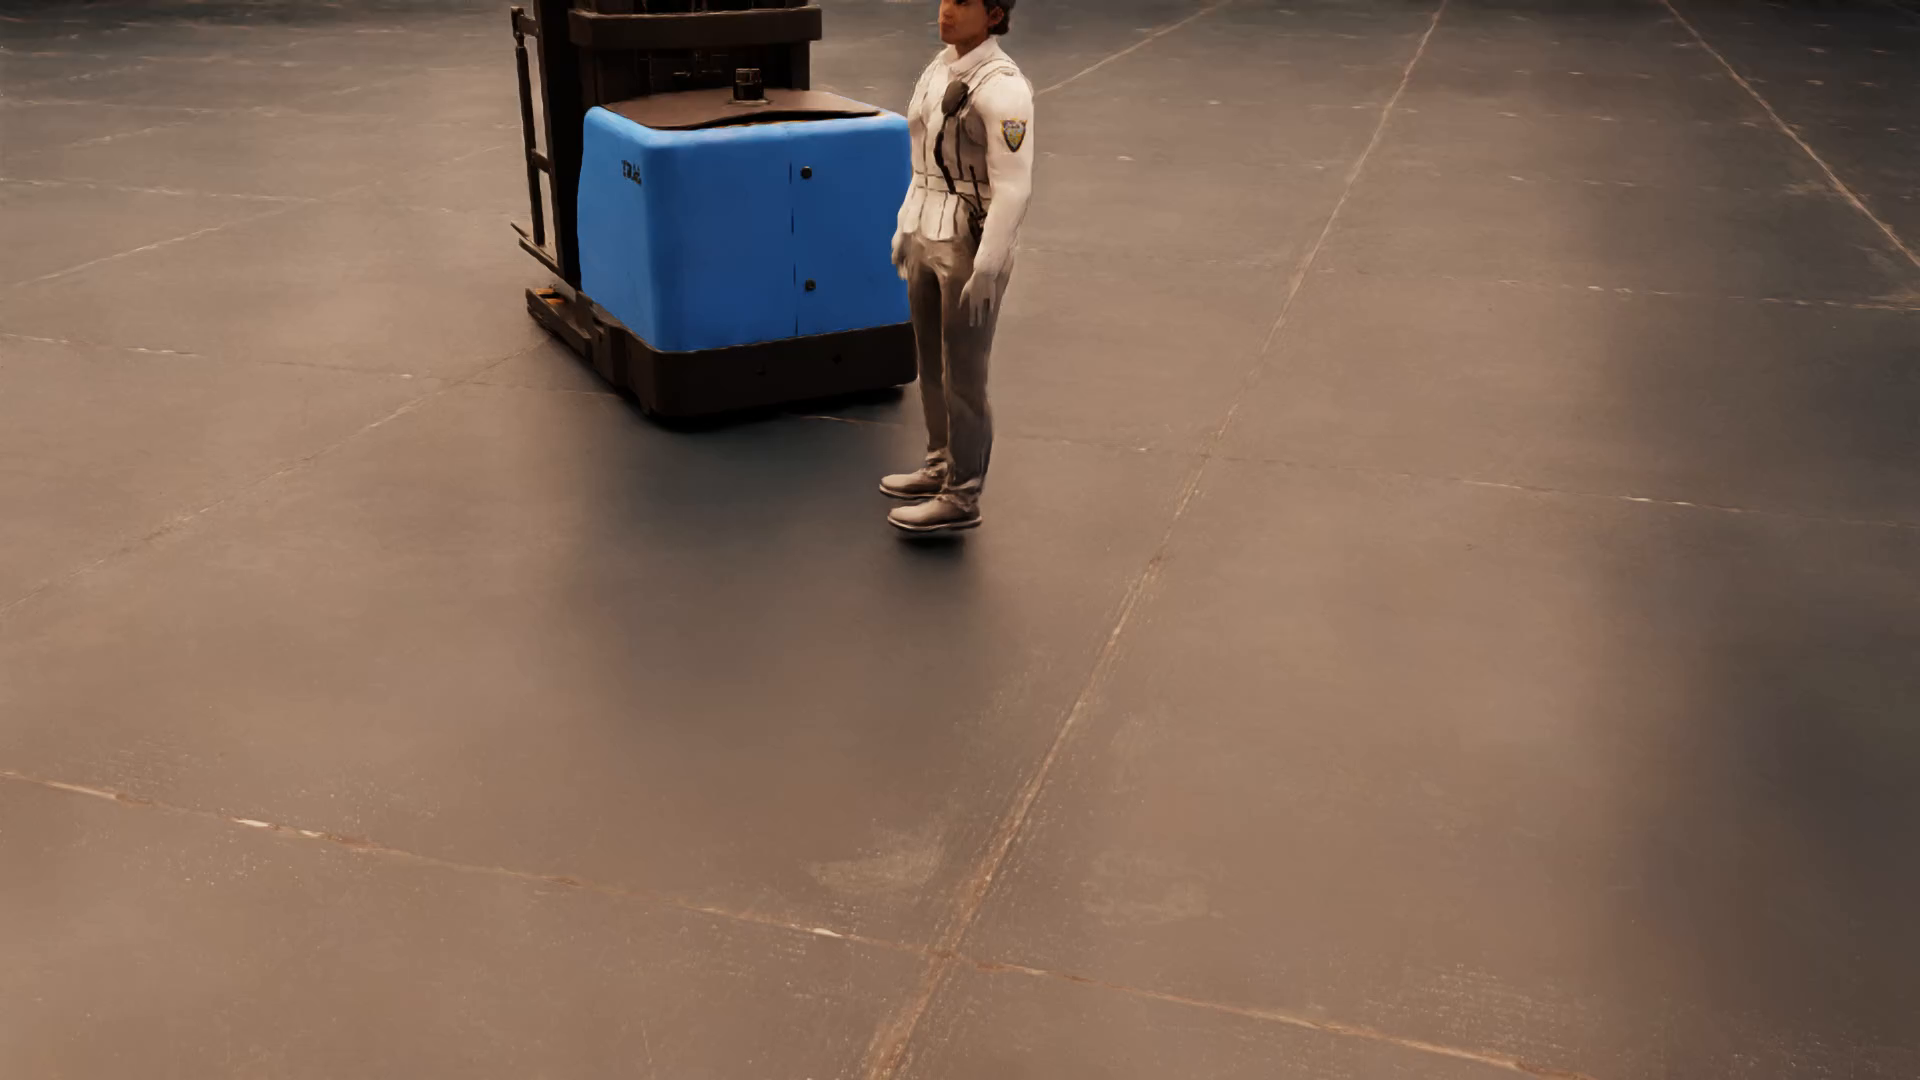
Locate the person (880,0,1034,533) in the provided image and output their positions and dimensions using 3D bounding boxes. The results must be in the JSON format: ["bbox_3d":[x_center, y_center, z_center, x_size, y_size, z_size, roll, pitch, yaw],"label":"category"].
[{"bbox_3d":[-0.030,-0.842,4.824,0.386,1.694,0.700,-11,25,-26],"label":"person"}]

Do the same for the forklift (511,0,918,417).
[{"bbox_3d":[-1.291,-2.324,6.909,1.130,2.935,3.031,-11,25,-25],"label":"forklift"}]
